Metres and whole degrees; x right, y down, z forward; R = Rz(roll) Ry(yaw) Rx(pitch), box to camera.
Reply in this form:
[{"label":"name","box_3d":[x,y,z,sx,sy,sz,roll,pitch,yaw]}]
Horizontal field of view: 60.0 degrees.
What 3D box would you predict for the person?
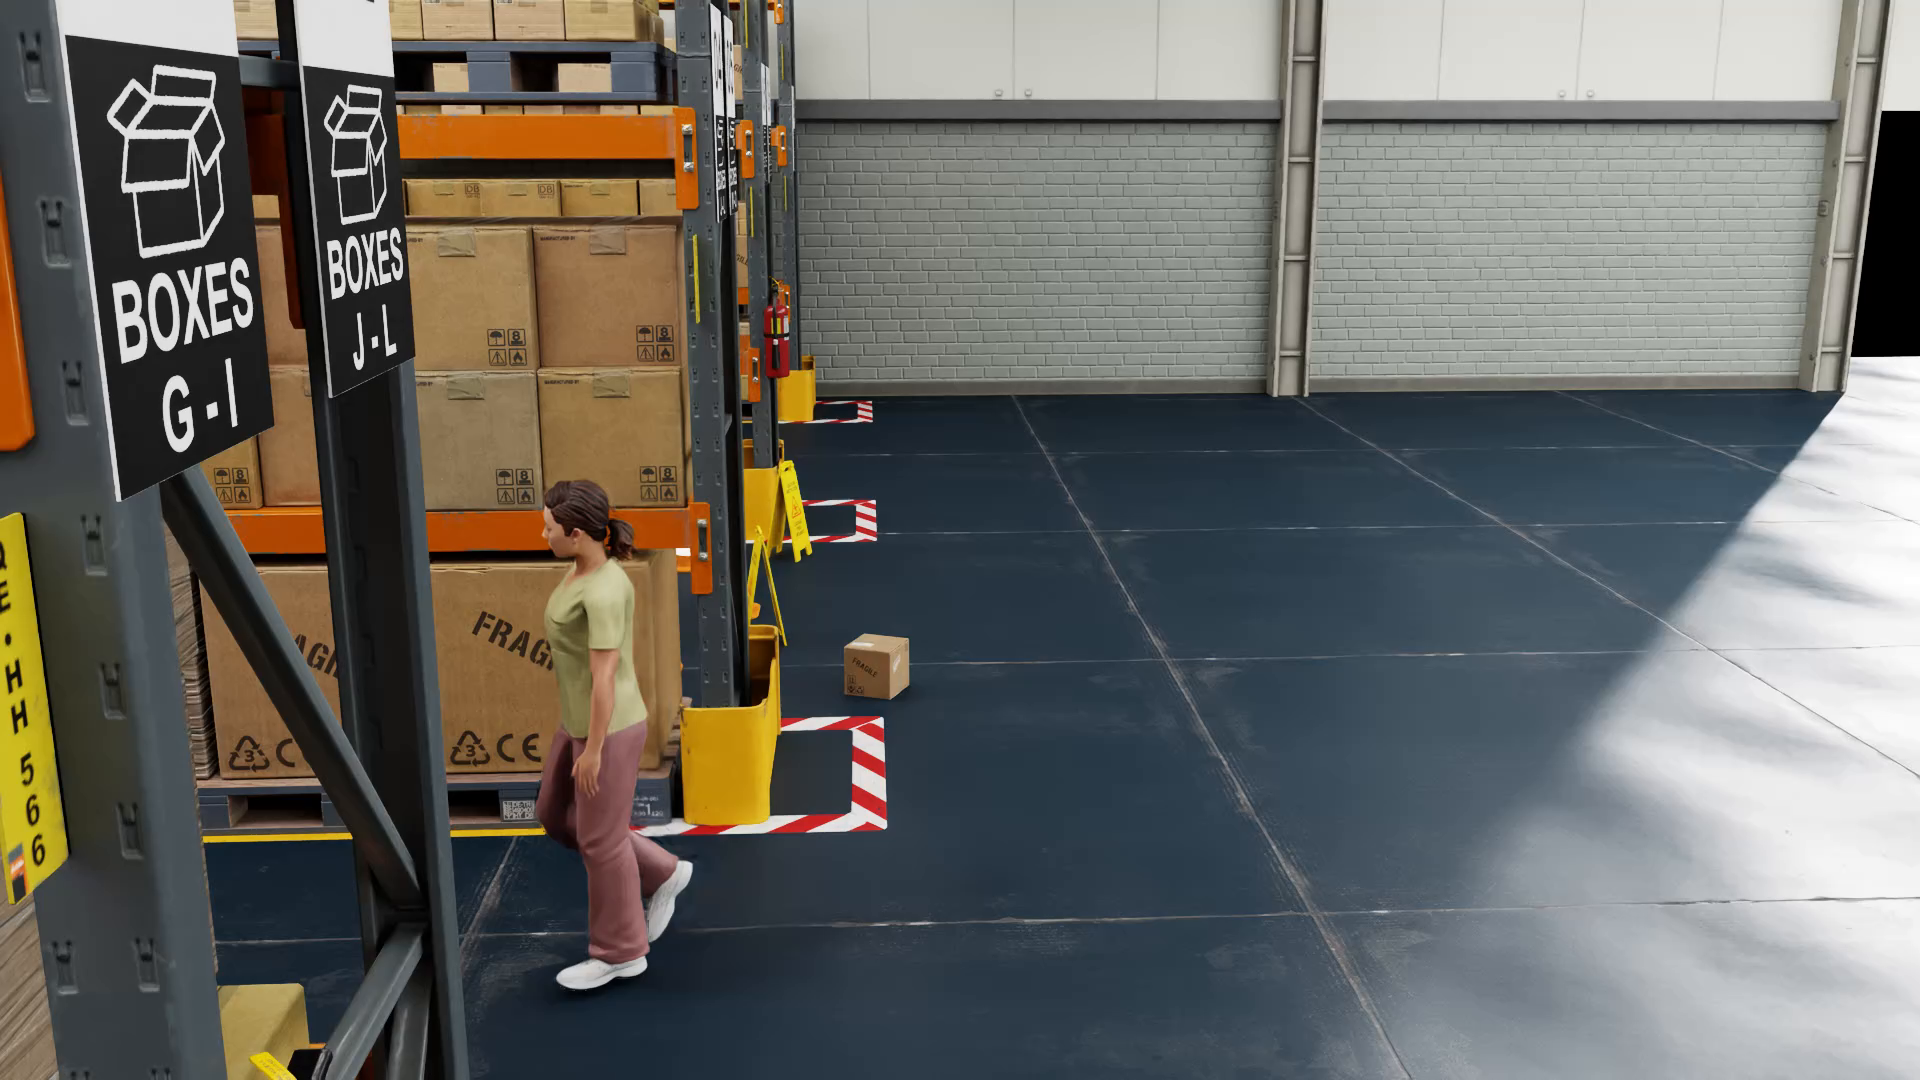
[{"label":"person","box_3d":[-1.120,0.609,5.403,0.502,1.664,0.507,-5,15,-21]}]
